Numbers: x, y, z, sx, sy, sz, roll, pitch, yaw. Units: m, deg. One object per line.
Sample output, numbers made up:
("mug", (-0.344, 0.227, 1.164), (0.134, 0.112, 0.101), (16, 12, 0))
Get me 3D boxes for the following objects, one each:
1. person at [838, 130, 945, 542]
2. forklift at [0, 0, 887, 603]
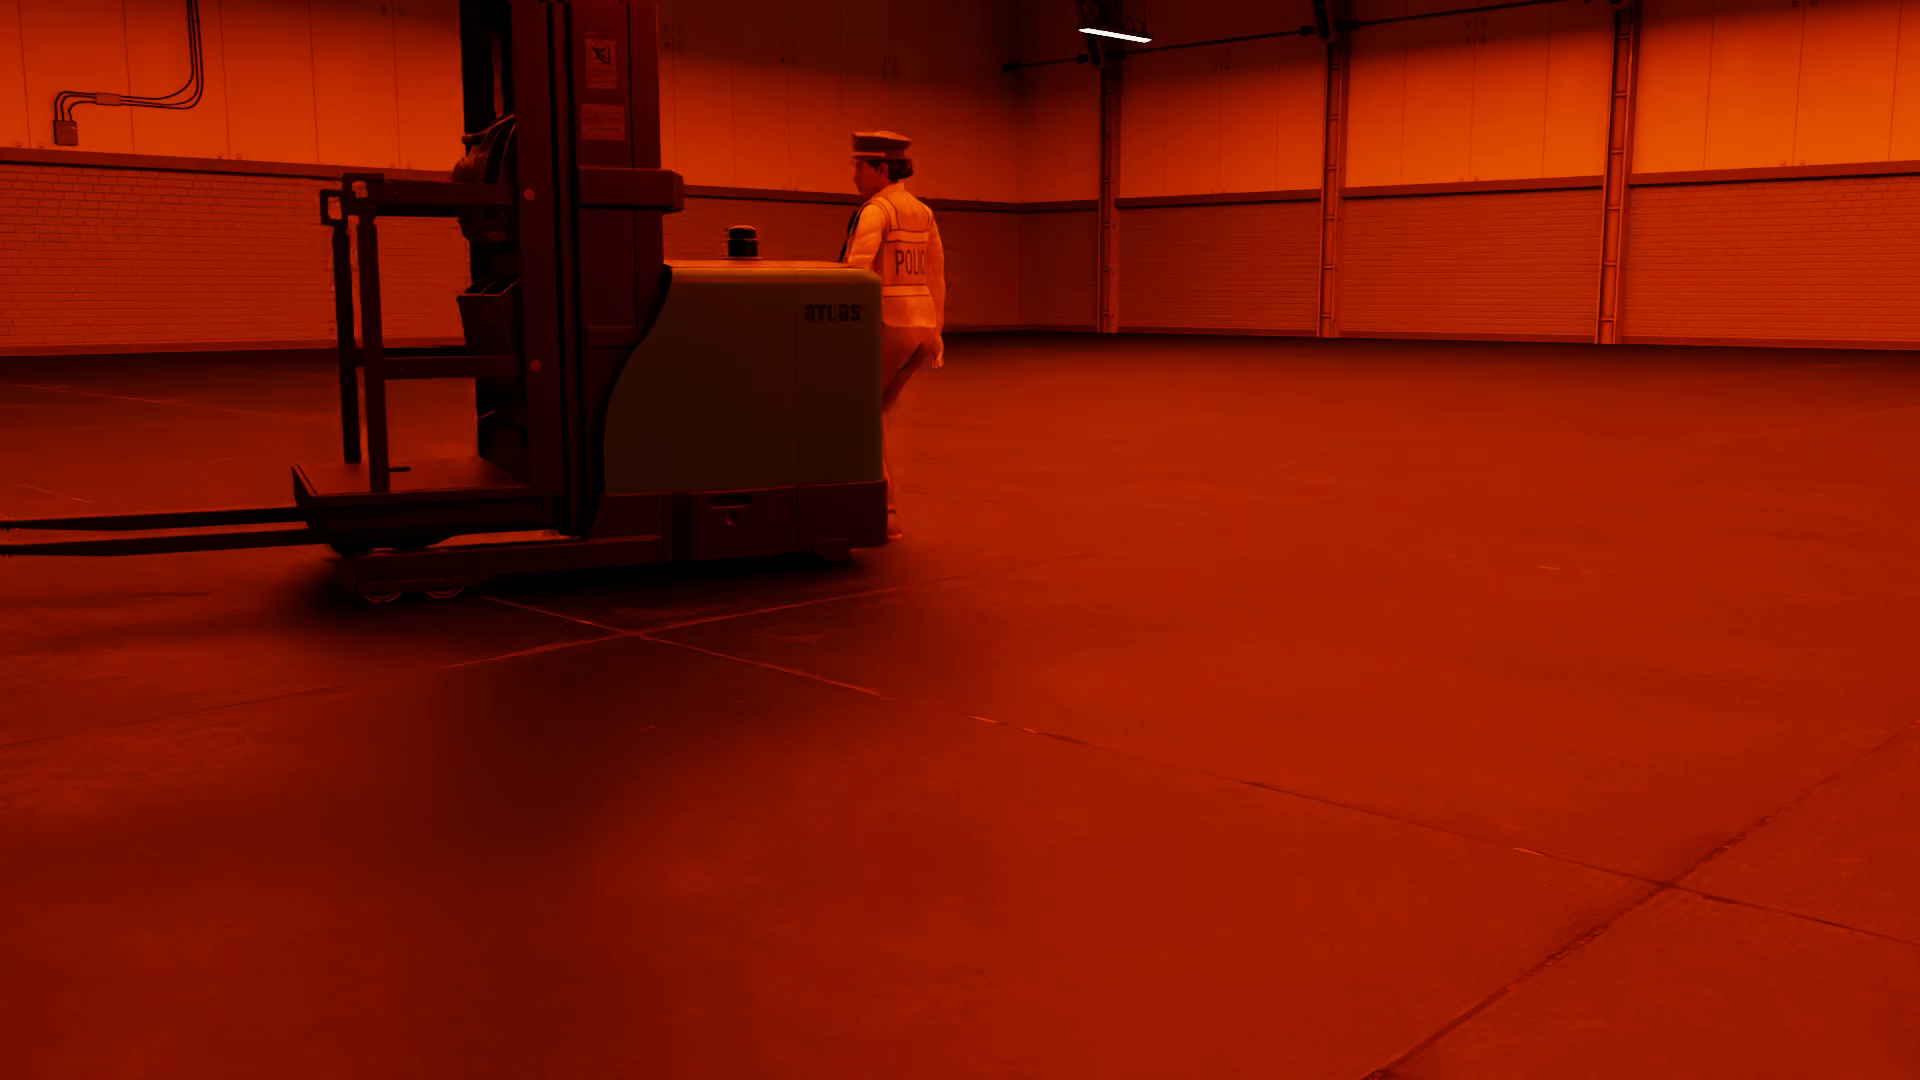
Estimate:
("person", (-0.382, -0.824, 6.737), (0.572, 1.614, 0.704), (4, 10, 27))
("forklift", (-1.829, -1.334, 5.734), (3.031, 2.935, 1.130), (-4, 9, -24))
